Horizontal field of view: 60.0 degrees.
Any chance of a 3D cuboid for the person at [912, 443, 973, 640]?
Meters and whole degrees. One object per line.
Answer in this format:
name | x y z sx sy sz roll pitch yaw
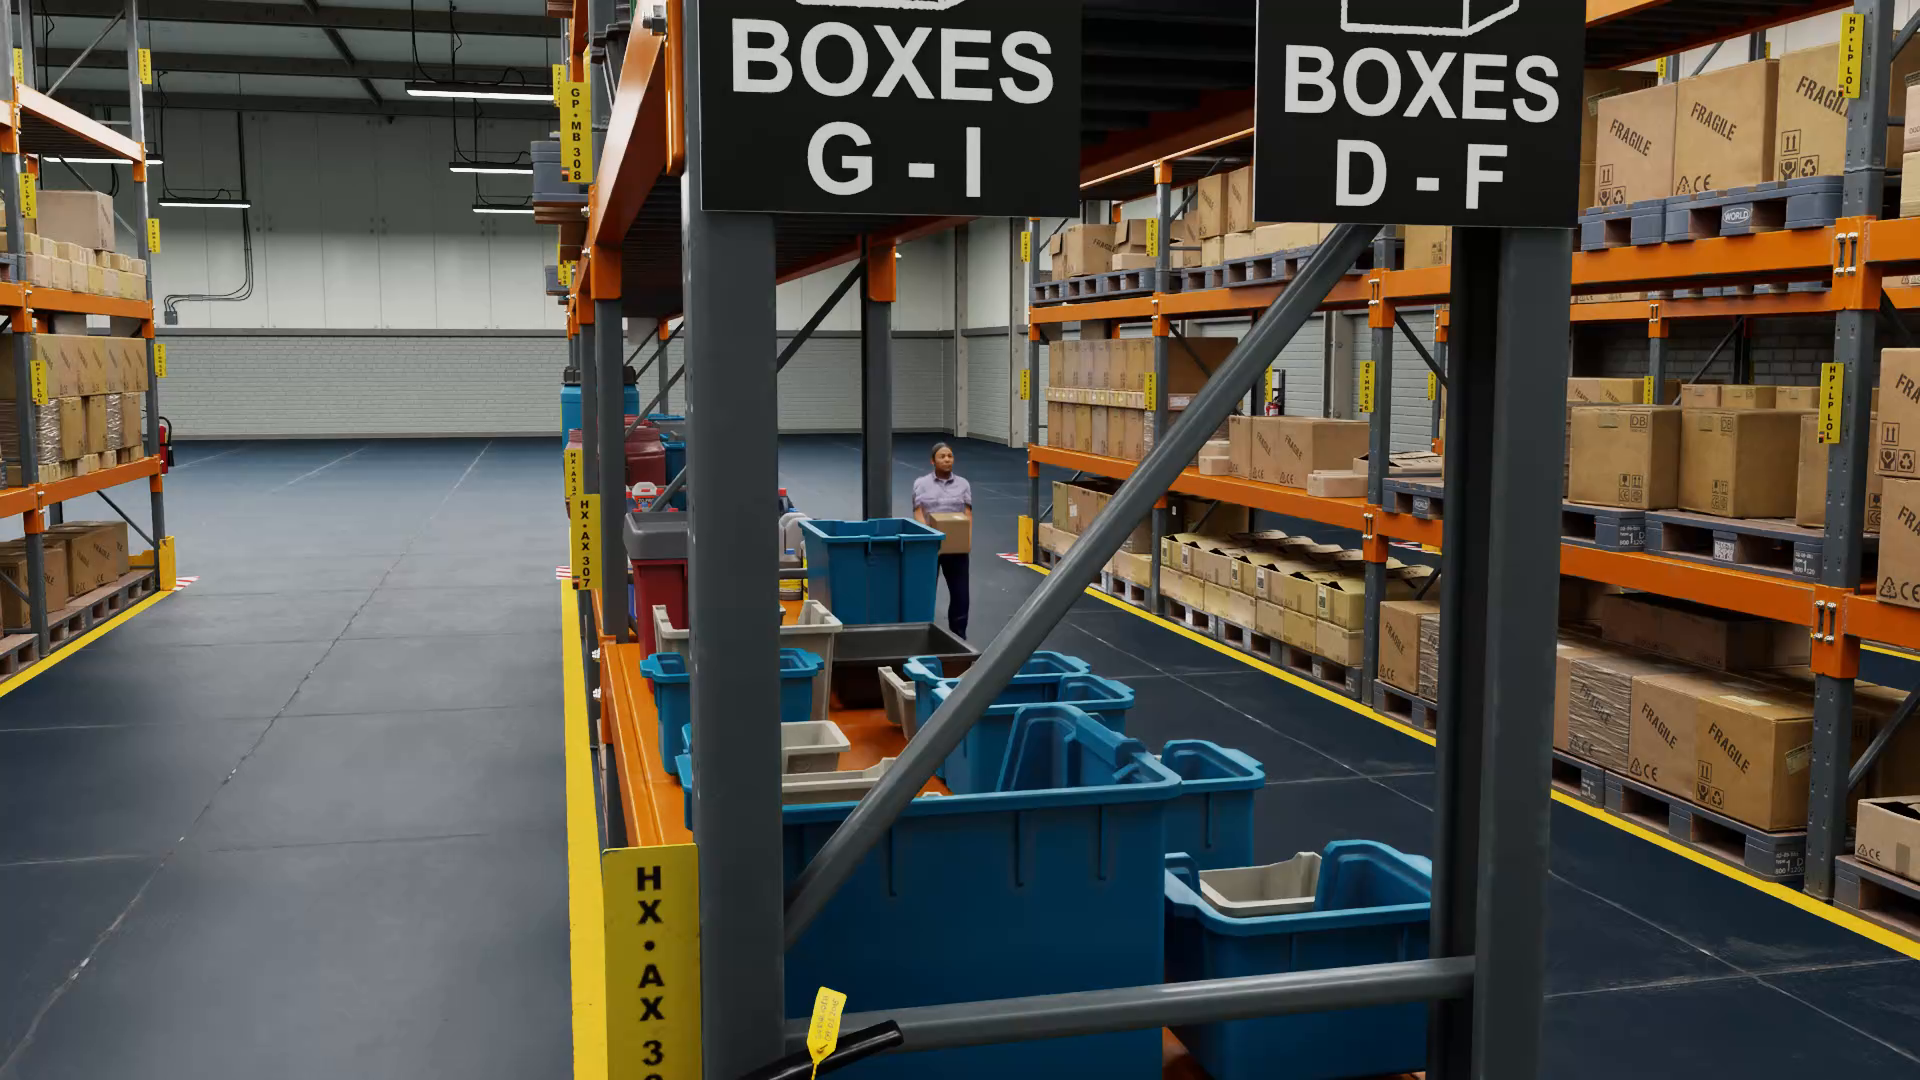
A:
person | -0.113 0.106 12.339 0.452 1.634 0.517 -1 6 -13
